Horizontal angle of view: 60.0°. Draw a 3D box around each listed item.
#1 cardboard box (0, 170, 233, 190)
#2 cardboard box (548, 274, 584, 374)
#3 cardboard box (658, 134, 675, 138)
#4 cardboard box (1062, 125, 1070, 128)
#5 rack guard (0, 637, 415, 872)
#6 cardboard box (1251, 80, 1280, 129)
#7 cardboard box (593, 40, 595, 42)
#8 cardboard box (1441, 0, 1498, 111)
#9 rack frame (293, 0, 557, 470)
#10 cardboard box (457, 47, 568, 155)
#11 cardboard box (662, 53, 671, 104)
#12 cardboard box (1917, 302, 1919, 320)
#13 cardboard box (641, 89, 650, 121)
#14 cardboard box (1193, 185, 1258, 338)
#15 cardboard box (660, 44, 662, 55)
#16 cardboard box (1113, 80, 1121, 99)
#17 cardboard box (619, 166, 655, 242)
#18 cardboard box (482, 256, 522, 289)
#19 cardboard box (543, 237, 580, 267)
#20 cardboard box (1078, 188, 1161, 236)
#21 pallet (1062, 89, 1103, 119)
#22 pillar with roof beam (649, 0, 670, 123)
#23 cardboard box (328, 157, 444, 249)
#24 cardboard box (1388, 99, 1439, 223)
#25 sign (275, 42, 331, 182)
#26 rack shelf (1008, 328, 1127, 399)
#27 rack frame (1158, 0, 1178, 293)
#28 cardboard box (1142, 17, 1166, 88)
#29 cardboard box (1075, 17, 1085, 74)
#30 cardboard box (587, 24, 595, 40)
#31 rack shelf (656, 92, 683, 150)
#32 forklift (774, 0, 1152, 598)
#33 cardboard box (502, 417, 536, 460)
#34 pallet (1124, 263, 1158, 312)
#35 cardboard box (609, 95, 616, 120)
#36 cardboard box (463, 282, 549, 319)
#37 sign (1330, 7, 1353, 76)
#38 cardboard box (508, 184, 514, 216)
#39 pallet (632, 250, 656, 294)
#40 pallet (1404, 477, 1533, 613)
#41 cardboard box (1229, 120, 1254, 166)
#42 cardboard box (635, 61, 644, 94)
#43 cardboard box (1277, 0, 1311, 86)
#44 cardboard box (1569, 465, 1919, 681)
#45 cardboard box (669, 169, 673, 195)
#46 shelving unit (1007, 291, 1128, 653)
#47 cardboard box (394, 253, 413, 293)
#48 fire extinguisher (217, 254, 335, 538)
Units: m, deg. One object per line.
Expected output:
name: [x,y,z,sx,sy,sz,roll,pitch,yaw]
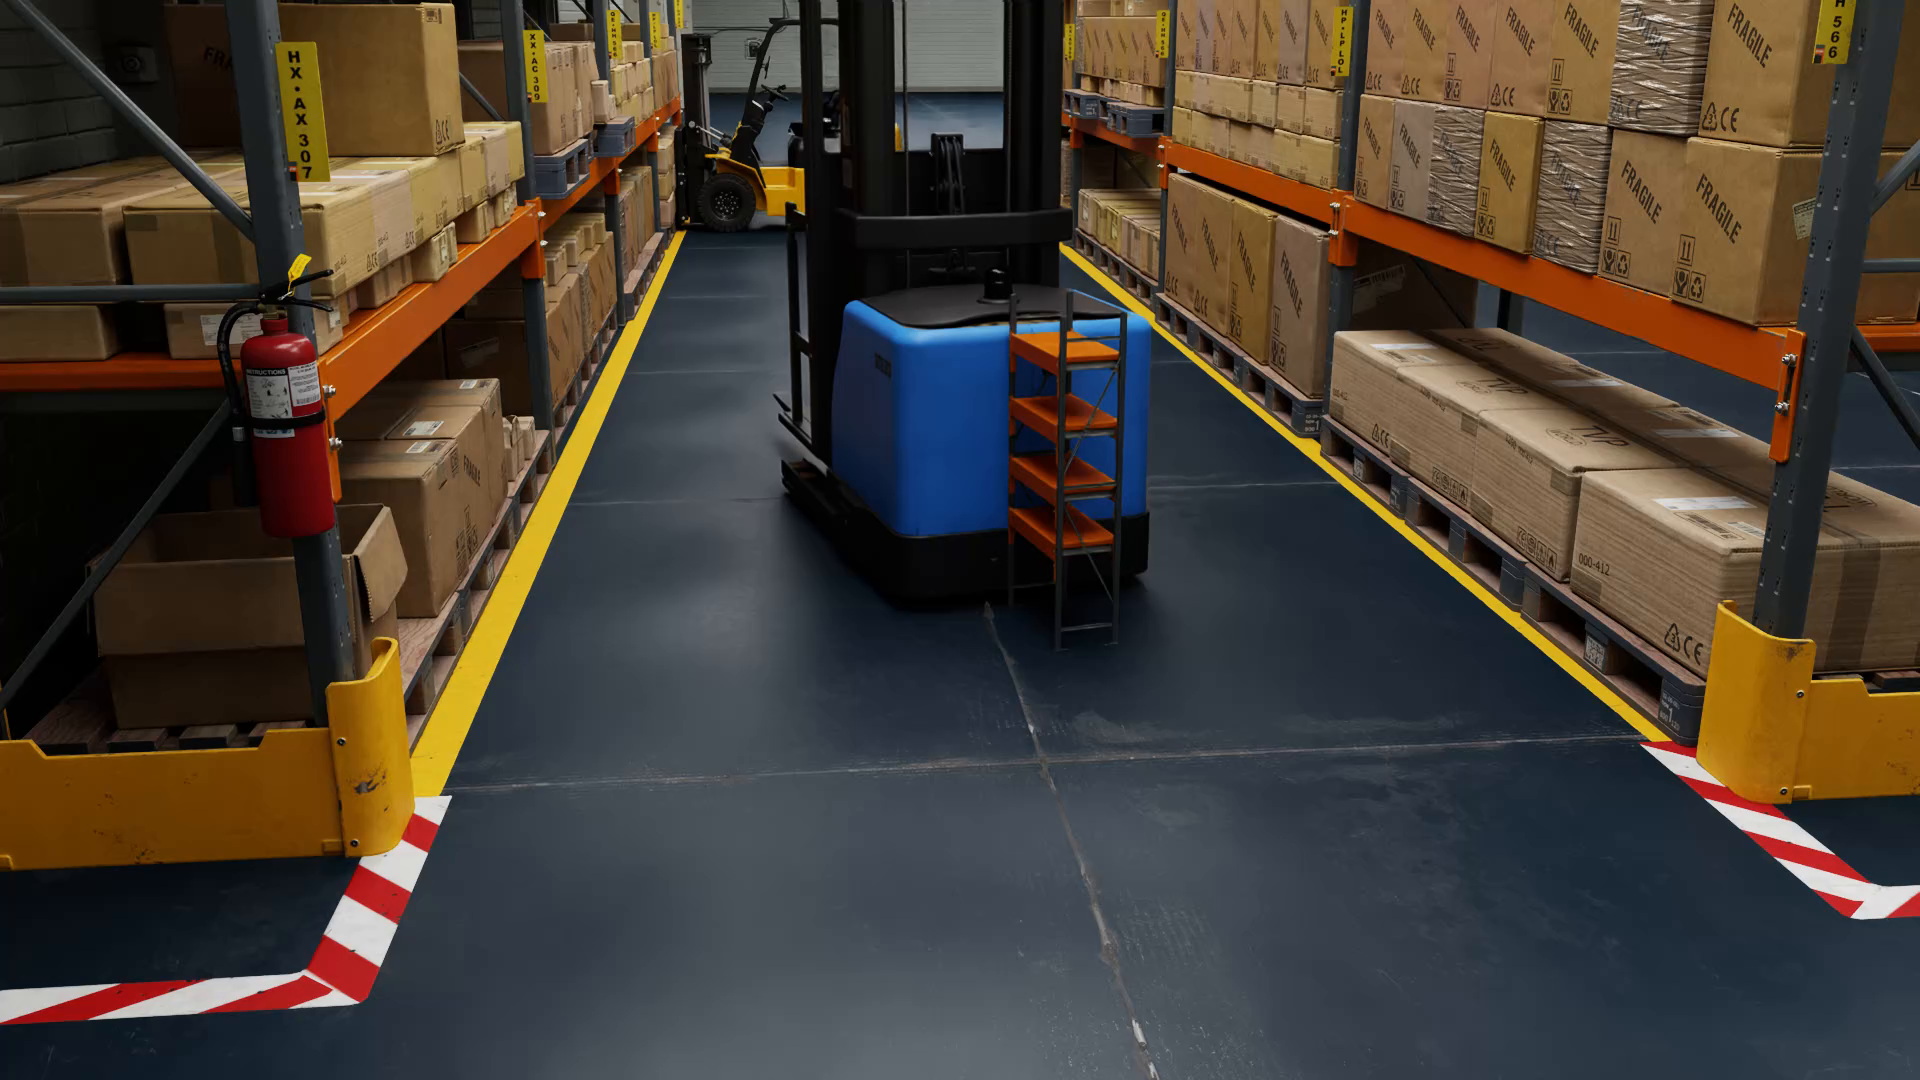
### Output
cardboard box: [-2.480,-0.946,4.938,0.500,0.250,0.500,-2,18,-5]
cardboard box: [-2.467,-1.251,9.627,0.500,0.500,0.500,-2,18,-7]
cardboard box: [-3.244,-4.145,17.593,0.500,0.250,0.500,-2,18,-7]
cardboard box: [0.981,-4.505,19.157,0.500,0.500,0.500,-2,18,-7]
rack guard: [-2.125,0.576,4.506,1.175,0.500,0.348,-2,18,-6]
cardboard box: [2.002,-2.533,9.654,0.500,0.250,0.500,-1,17,-4]
cardboard box: [-3.723,-4.766,16.101,0.380,0.149,0.250,-1,17,-4]
cardboard box: [2.303,-2.011,6.740,0.500,0.500,0.500,-1,17,-5]
rack frame: [-2.529,-1.785,7.856,1.000,3.000,0.127,-2,18,-6]
cardboard box: [-2.357,-2.184,8.259,0.700,0.500,0.500,-1,17,-4]
cardboard box: [-3.295,-4.813,17.332,0.500,0.500,0.500,-2,18,-5]
cardboard box: [3.056,-0.948,5.021,0.500,0.500,0.500,-2,18,-6]
cardboard box: [-2.985,-3.806,14.541,0.500,0.250,0.500,-2,18,-6]
cardboard box: [2.071,-1.844,10.889,0.875,0.875,0.875,-2,17,-5]
cardboard box: [-3.186,-4.937,16.645,0.380,0.149,0.250,-2,18,-6]
cardboard box: [1.488,-3.762,13.869,0.380,0.149,0.250,-2,18,-7]
cardboard box: [-3.290,-3.081,15.247,0.875,0.625,0.625,-1,17,-3]
cardboard box: [-2.362,-1.358,8.386,0.380,0.149,0.250,-2,18,-7]
cardboard box: [-2.530,-1.759,10.161,0.380,0.149,0.250,-3,18,-8]
cardboard box: [1.639,-3.114,15.773,0.950,0.372,0.625,-2,17,-5]
pallet: [1.516,-3.999,15.229,1.003,0.211,1.213,-2,18,-6]
pillar with roof beam: [-2.166,-13.483,35.101,9.100,9.000,0.400,-2,18,-6]
cardboard box: [-2.004,-1.109,5.454,0.500,0.250,0.500,-2,18,-7]
cardboard box: [2.243,-1.689,7.384,0.500,0.500,0.500,-2,18,-5]
sign: [-1.577,-1.023,3.984,0.100,0.325,0.005,-2,18,-6]
rack shelf: [0.373,-0.629,5.865,0.258,0.148,0.480,-6,18,-17]
rack frame: [1.995,-3.131,12.144,1.000,3.000,0.127,-2,18,-6]
cardboard box: [1.671,-3.648,12.425,0.500,0.500,0.500,-2,18,-7]
cardboard box: [1.345,-4.565,15.344,0.500,0.500,0.500,-1,17,-4]
cardboard box: [-3.673,-4.830,15.807,0.380,0.149,0.250,-2,18,-7]
rack shelf: [-3.561,-4.421,17.454,1.077,0.370,4.000,-2,18,-6]
forklift: [-0.203,-1.582,7.324,1.130,2.935,3.031,-6,18,-17]
cardboard box: [-2.180,-0.469,7.720,0.380,0.149,0.250,-2,18,-7]
pallet: [1.916,-2.034,13.303,1.003,0.211,1.213,-2,18,-6]
cardboard box: [-2.493,-2.874,11.041,0.380,0.149,0.250,-1,17,-5]
cardboard box: [-2.302,-1.218,8.437,0.380,0.149,0.250,-1,17,-3]
sign: [1.869,-2.435,8.124,0.100,0.325,0.005,-2,18,-6]
cardboard box: [-2.197,-1.501,7.371,0.380,0.149,0.250,-1,17,-4]
pallet: [-3.111,-2.256,14.010,1.003,0.211,1.213,-2,18,-6]
pallet: [2.537,-0.016,6.876,1.003,0.211,1.213,-2,18,-6]
cardboard box: [1.968,-2.450,10.225,0.500,0.250,0.500,-2,18,-6]
cardboard box: [-2.943,-3.892,13.981,0.500,0.250,0.500,-1,17,-5]
cardboard box: [2.051,-2.744,9.073,0.500,0.500,0.500,-1,17,-5]
cardboard box: [2.652,0.081,5.489,0.875,0.438,0.875,-2,18,-8]
cardboard box: [-3.151,-3.599,16.689,0.500,0.250,0.500,-2,18,-6]
shelving unit: [0.373,-0.254,5.983,0.258,1.200,0.503,-6,18,-17]
cardboard box: [-2.010,-0.888,5.417,0.380,0.149,0.250,-2,17,-5]
fire extinguisher: [-1.642,-0.349,4.033,0.296,0.674,0.183,-2,18,-6]
